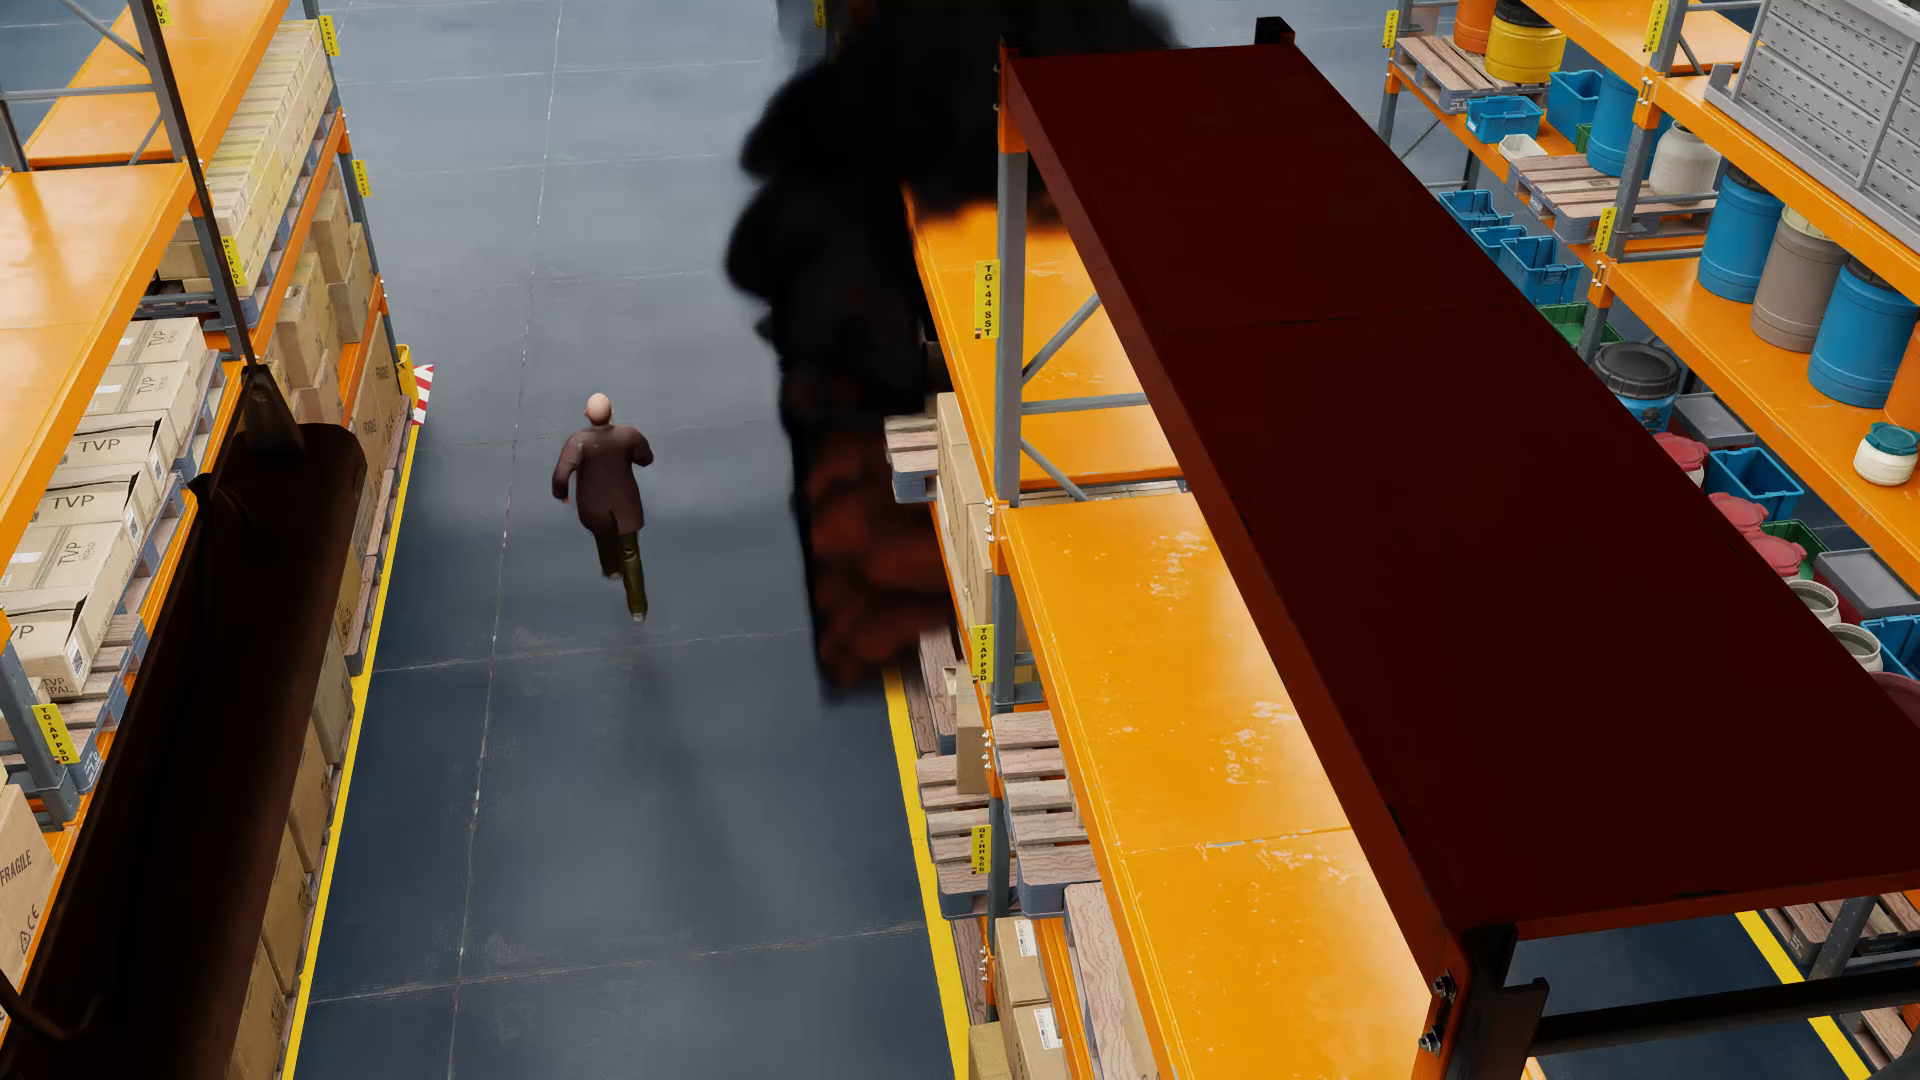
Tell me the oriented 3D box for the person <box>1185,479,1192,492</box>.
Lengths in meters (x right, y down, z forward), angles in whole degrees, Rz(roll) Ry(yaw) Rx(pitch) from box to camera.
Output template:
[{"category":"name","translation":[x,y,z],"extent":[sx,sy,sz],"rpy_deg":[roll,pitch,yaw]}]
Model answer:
[{"category":"person","translation":[1.821,-0.884,12.719],"extent":[0.670,1.859,0.712],"rpy_deg":[-13,38,-17]}]

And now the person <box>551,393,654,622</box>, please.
[{"category":"person","translation":[-2.509,-0.263,11.853],"extent":[0.729,1.842,0.930],"rpy_deg":[-8,37,-11]}]
